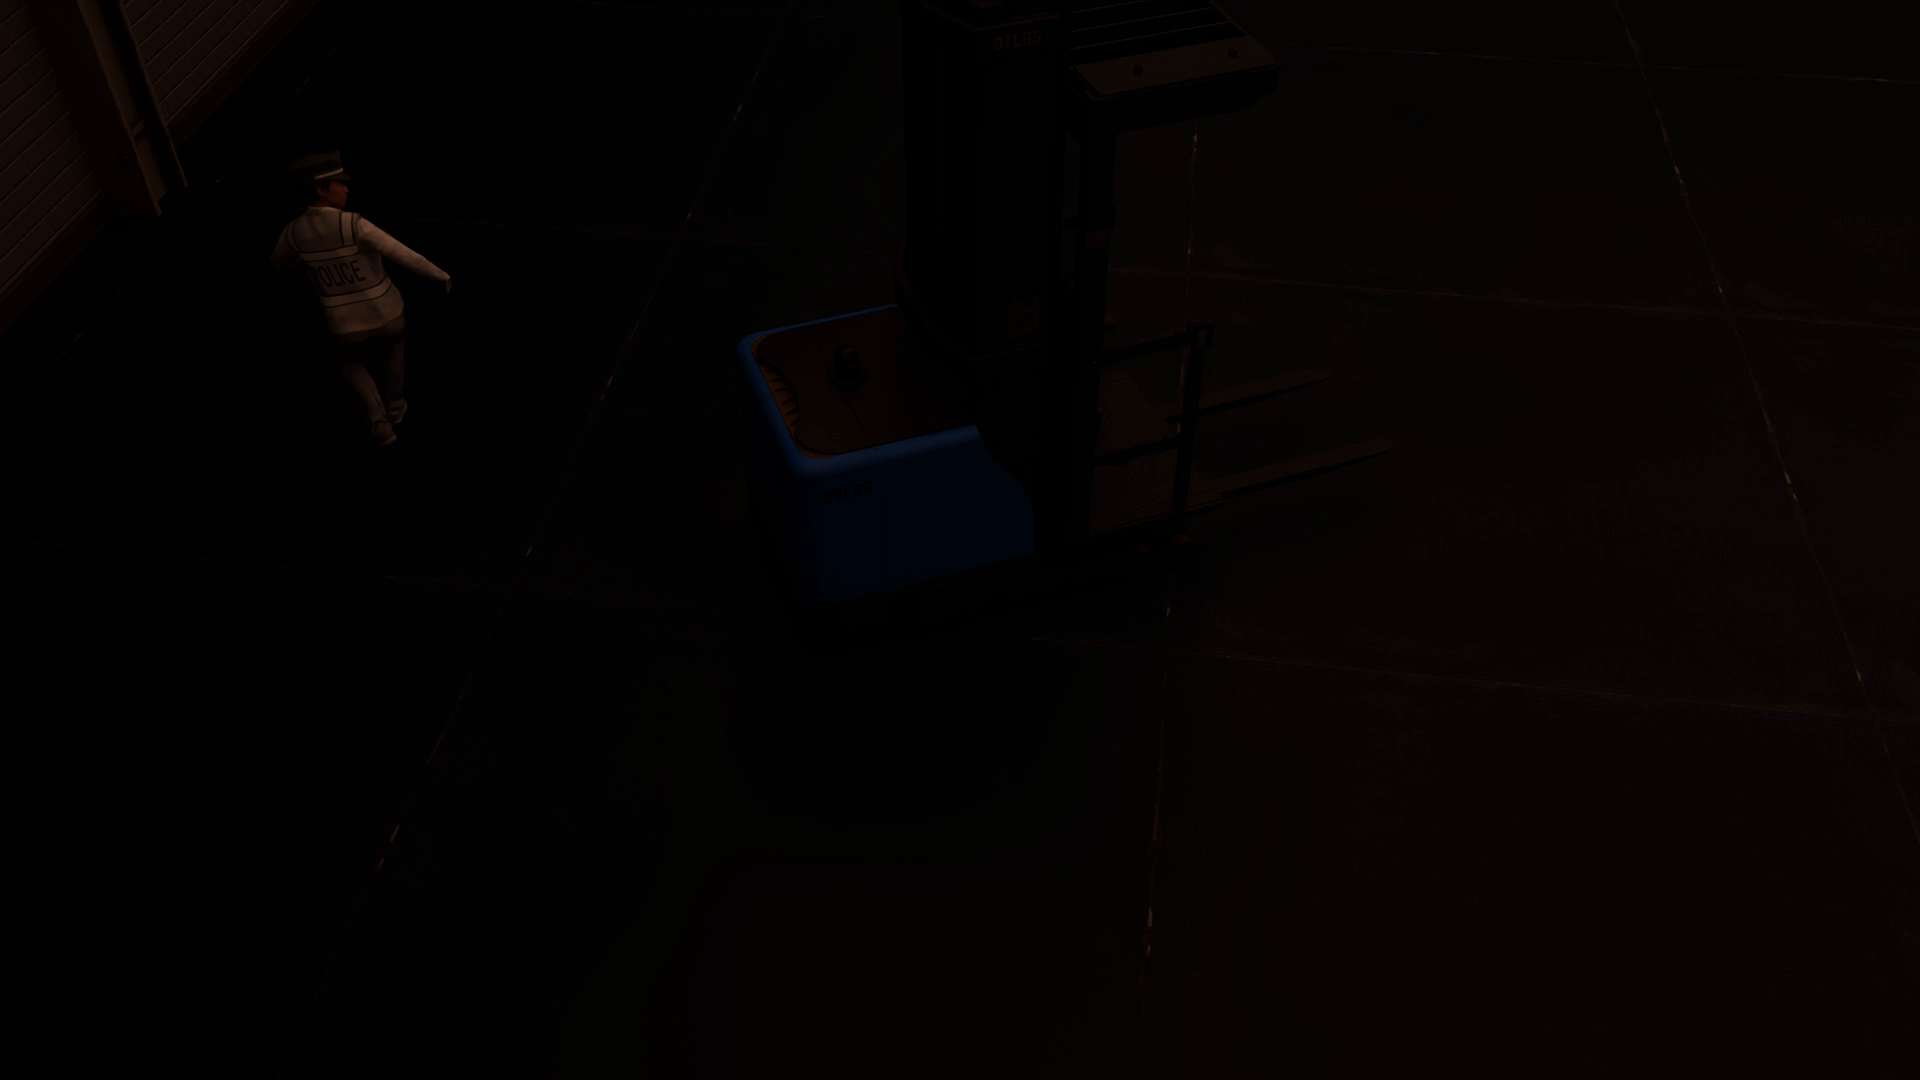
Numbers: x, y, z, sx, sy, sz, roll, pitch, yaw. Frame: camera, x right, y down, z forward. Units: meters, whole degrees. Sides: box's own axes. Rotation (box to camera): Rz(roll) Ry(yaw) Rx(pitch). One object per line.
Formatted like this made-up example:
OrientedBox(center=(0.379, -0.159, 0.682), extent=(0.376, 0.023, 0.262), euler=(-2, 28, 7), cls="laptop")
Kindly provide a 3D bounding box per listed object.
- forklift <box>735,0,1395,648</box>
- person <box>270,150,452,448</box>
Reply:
OrientedBox(center=(0.572, -1.223, 7.055), extent=(3.031, 2.935, 1.130), euler=(-14, 44, -15), cls="forklift")
OrientedBox(center=(-2.858, -1.186, 8.031), extent=(0.795, 1.562, 0.761), euler=(-9, 43, -10), cls="person")
